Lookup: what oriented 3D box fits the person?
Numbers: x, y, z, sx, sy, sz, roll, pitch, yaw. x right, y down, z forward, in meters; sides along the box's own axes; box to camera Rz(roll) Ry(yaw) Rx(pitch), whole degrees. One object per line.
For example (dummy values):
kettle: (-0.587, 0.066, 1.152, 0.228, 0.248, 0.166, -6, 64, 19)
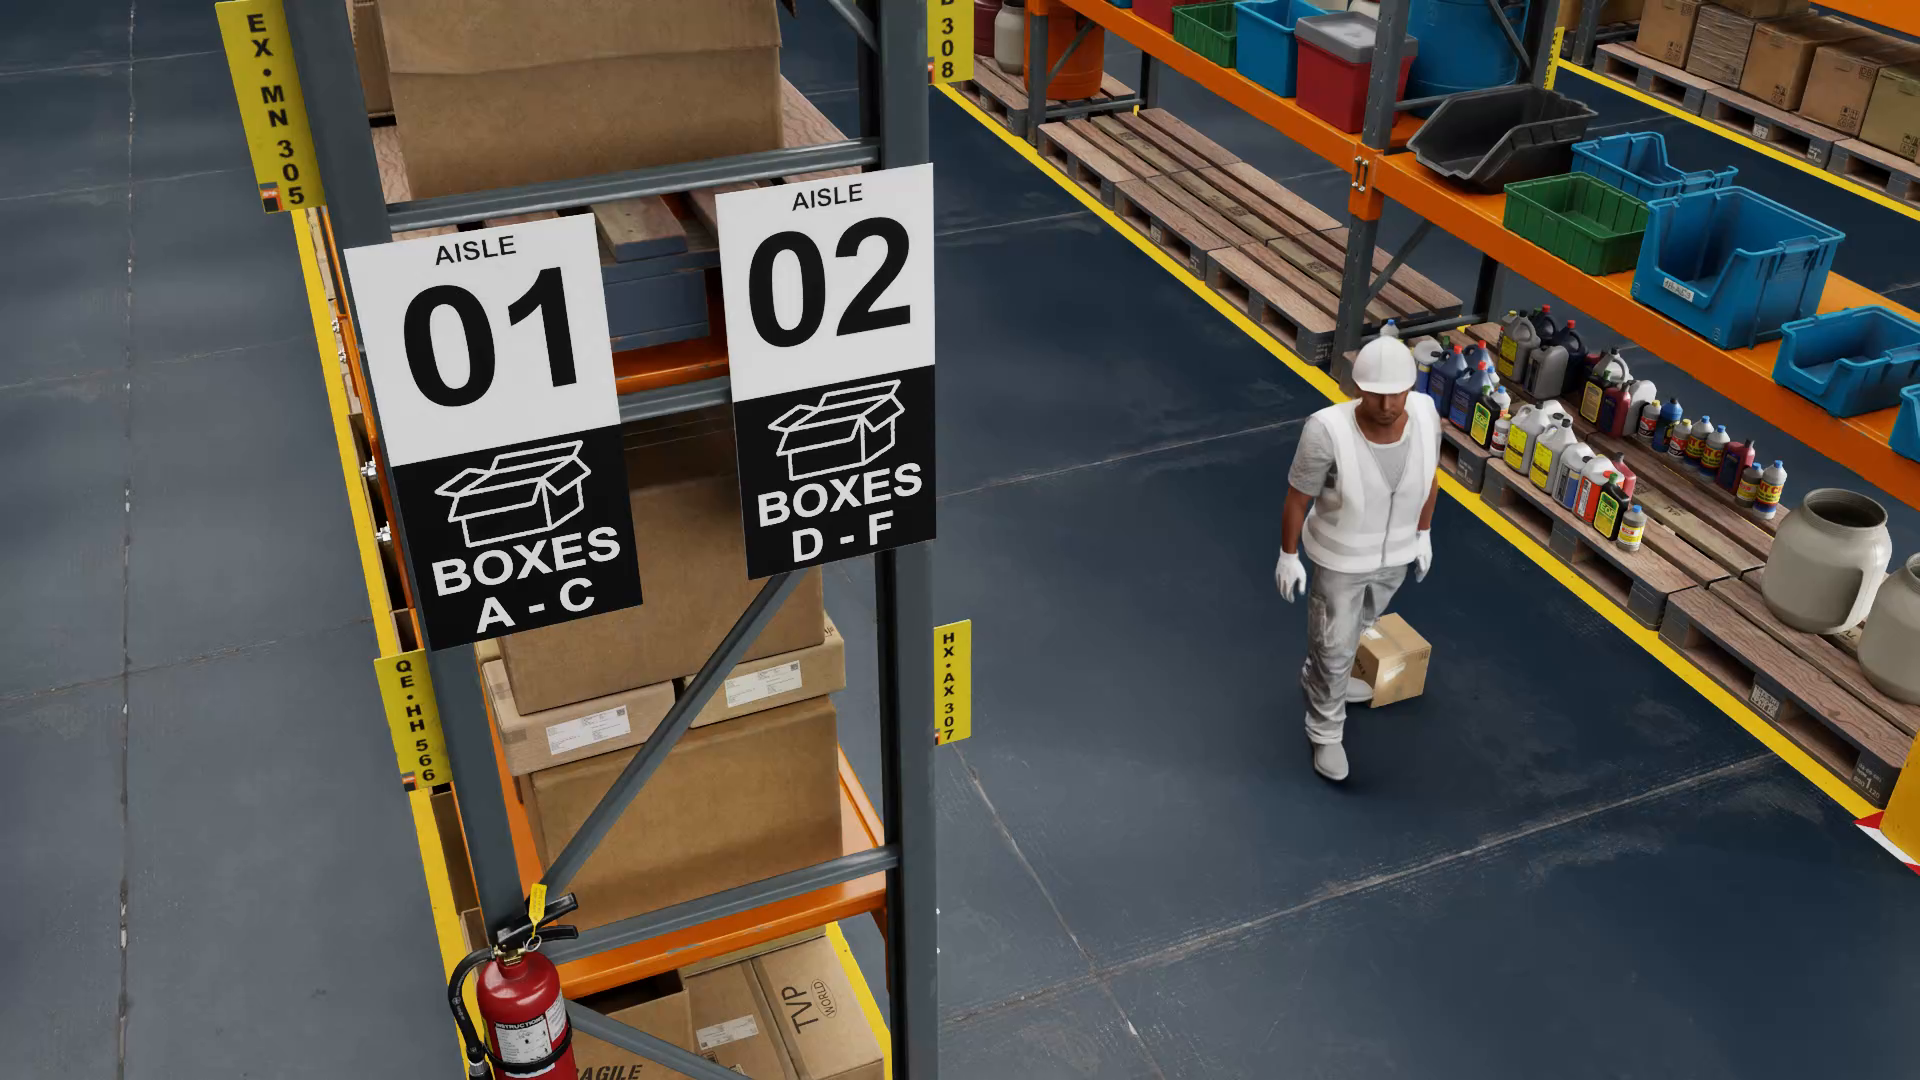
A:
person: (1.443, 0.022, 6.096, 0.599, 1.776, 0.603, -11, 35, -16)
